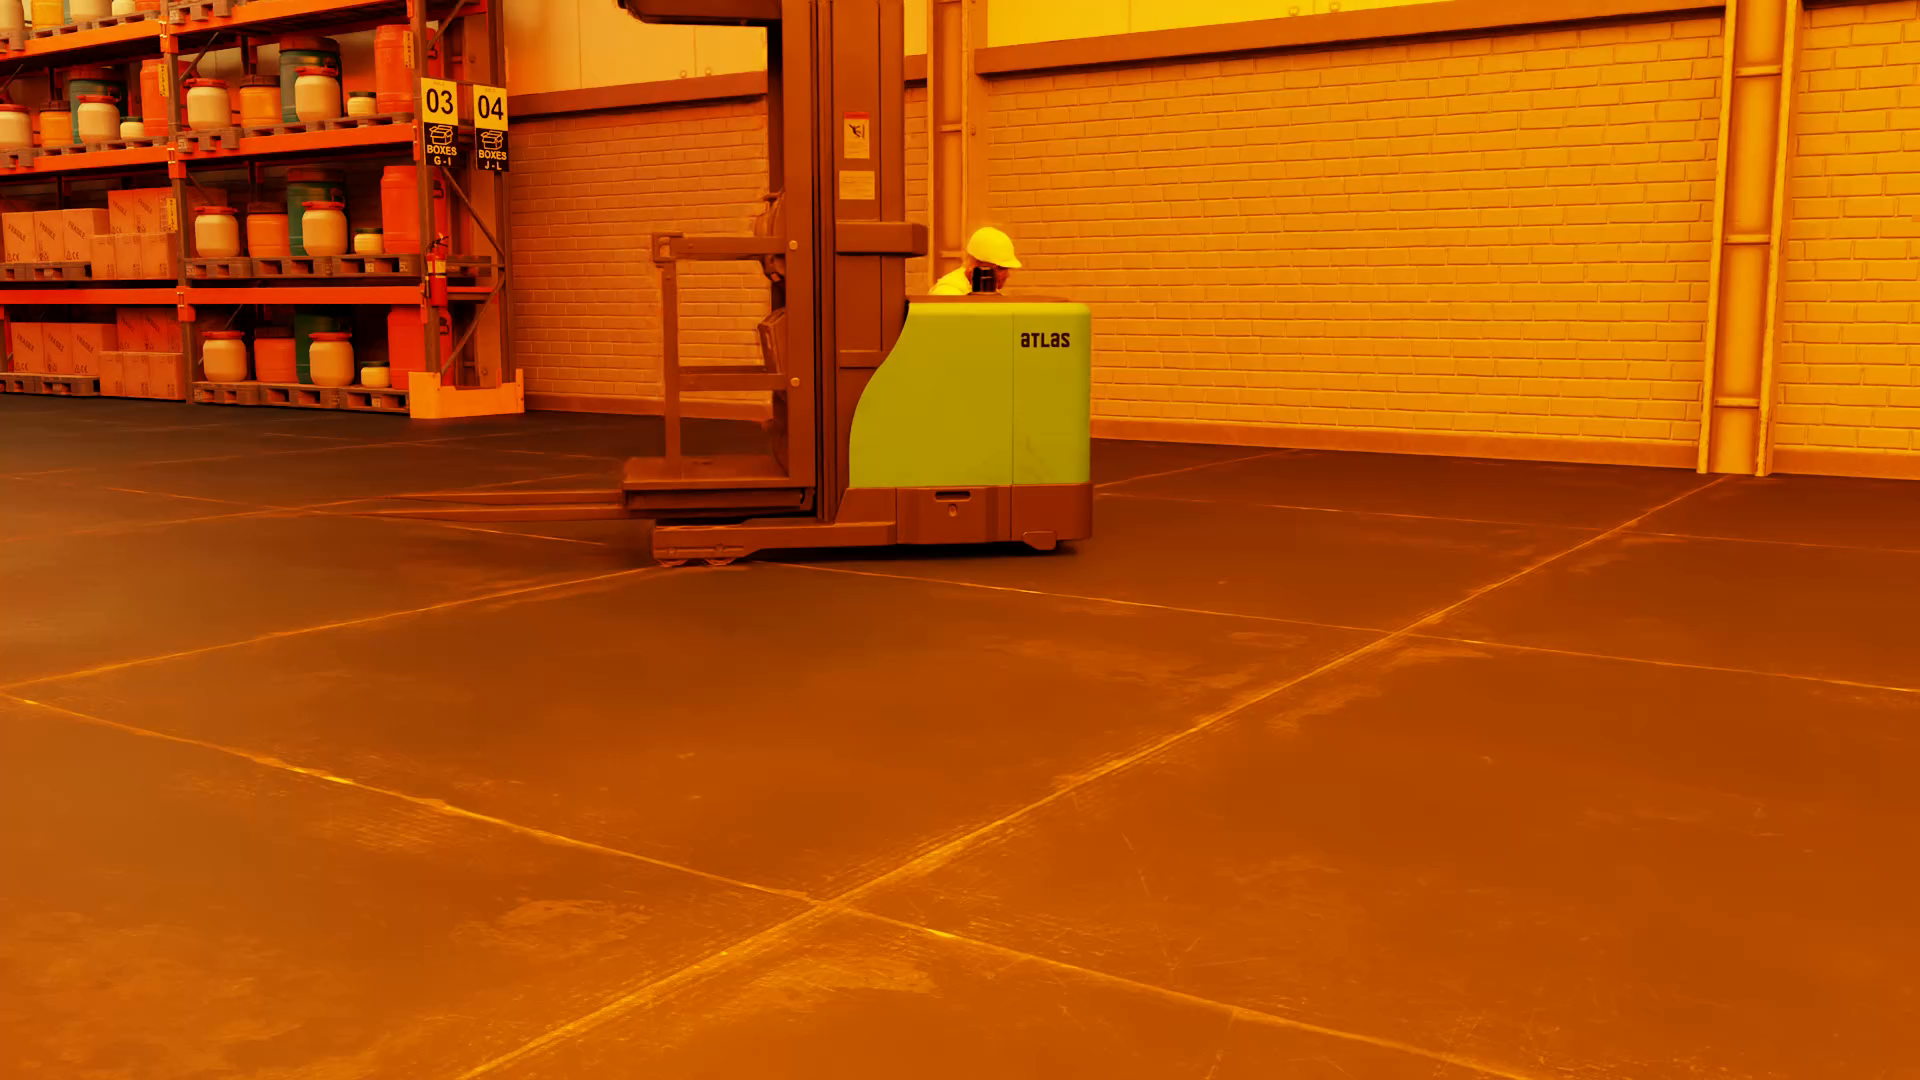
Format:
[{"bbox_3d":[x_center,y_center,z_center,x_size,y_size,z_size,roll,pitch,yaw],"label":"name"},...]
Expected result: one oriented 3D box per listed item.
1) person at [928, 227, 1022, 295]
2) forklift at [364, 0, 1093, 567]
[{"bbox_3d":[0.261,-0.812,8.362,0.949,1.489,1.100,5,10,32],"label":"person"},{"bbox_3d":[-0.993,-1.420,7.175,3.031,2.935,1.130,-1,8,-10],"label":"forklift"}]
